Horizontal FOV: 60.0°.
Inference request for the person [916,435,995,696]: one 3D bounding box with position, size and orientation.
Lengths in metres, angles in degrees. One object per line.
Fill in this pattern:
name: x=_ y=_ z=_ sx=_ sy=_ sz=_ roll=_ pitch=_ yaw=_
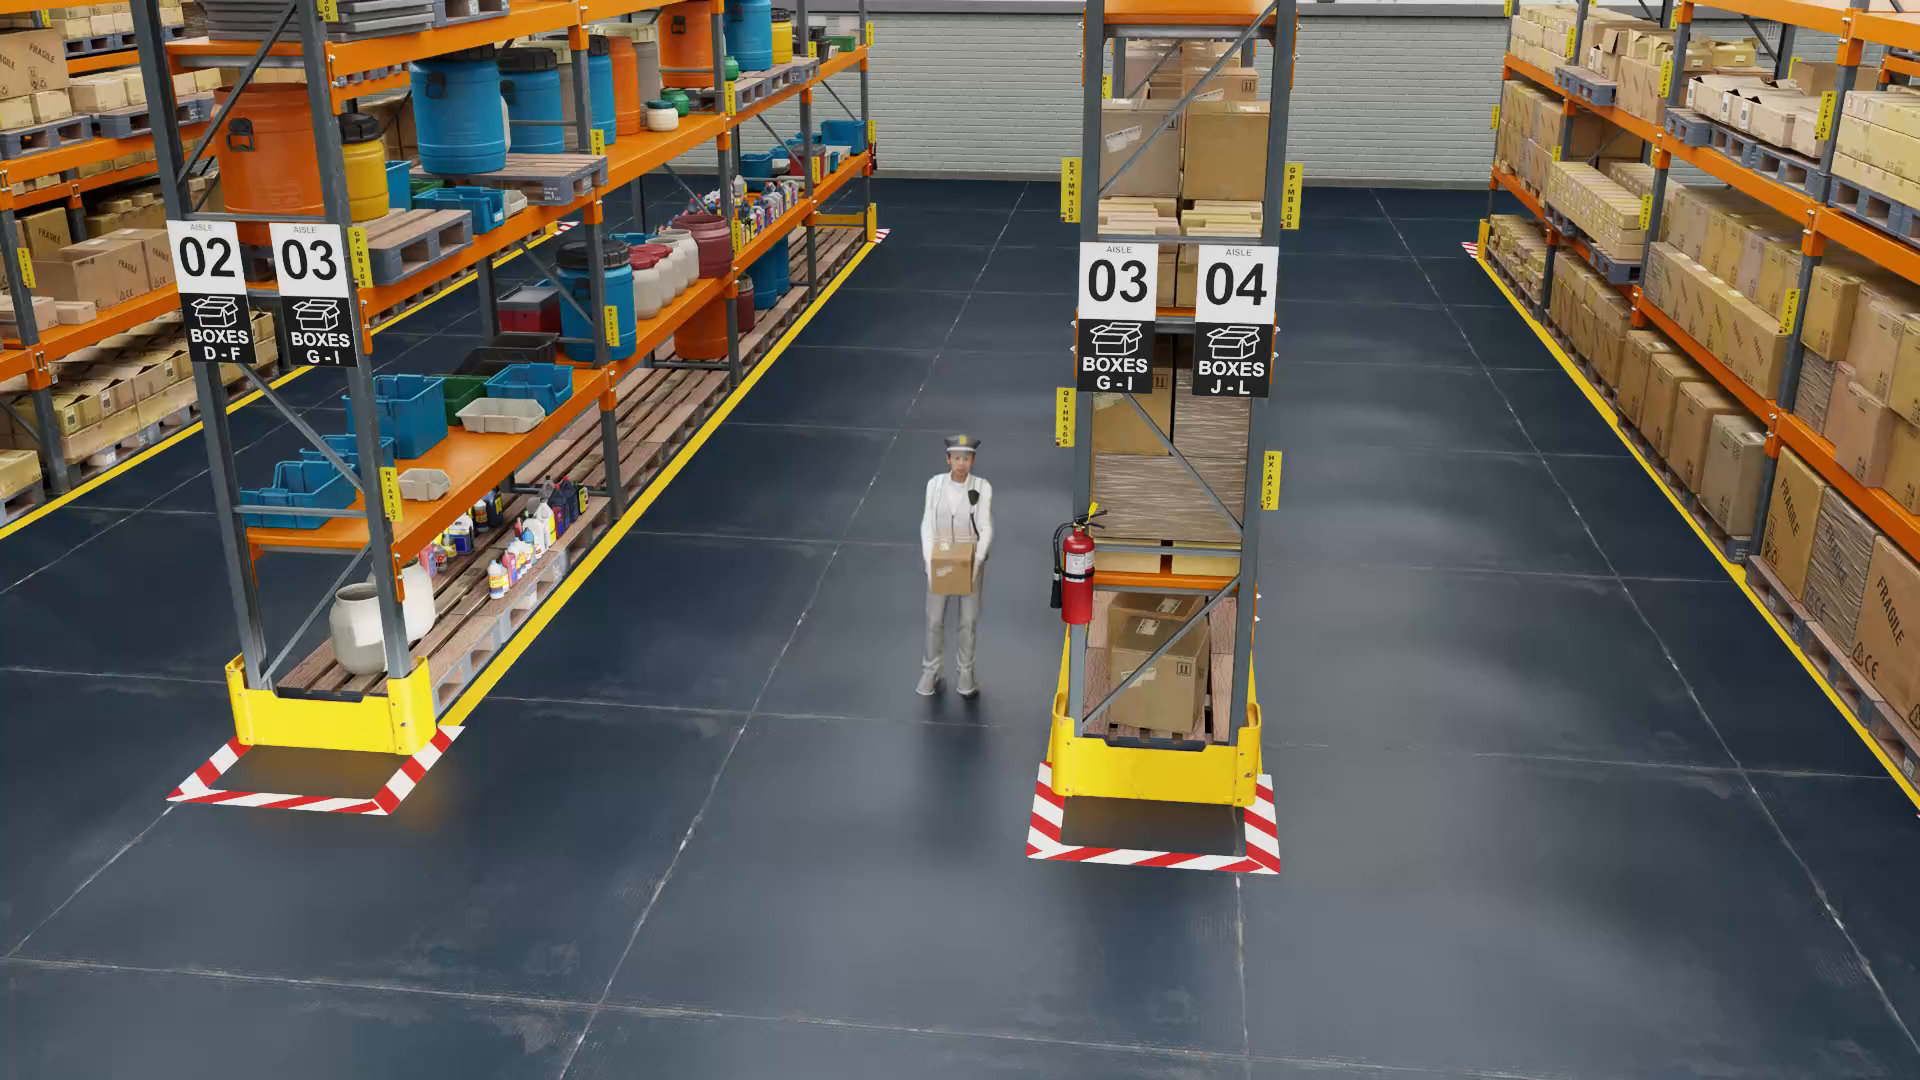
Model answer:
person: x=-0.025 y=0.158 z=10.624 sx=0.492 sy=1.701 sz=0.535 roll=2 pitch=21 yaw=5
